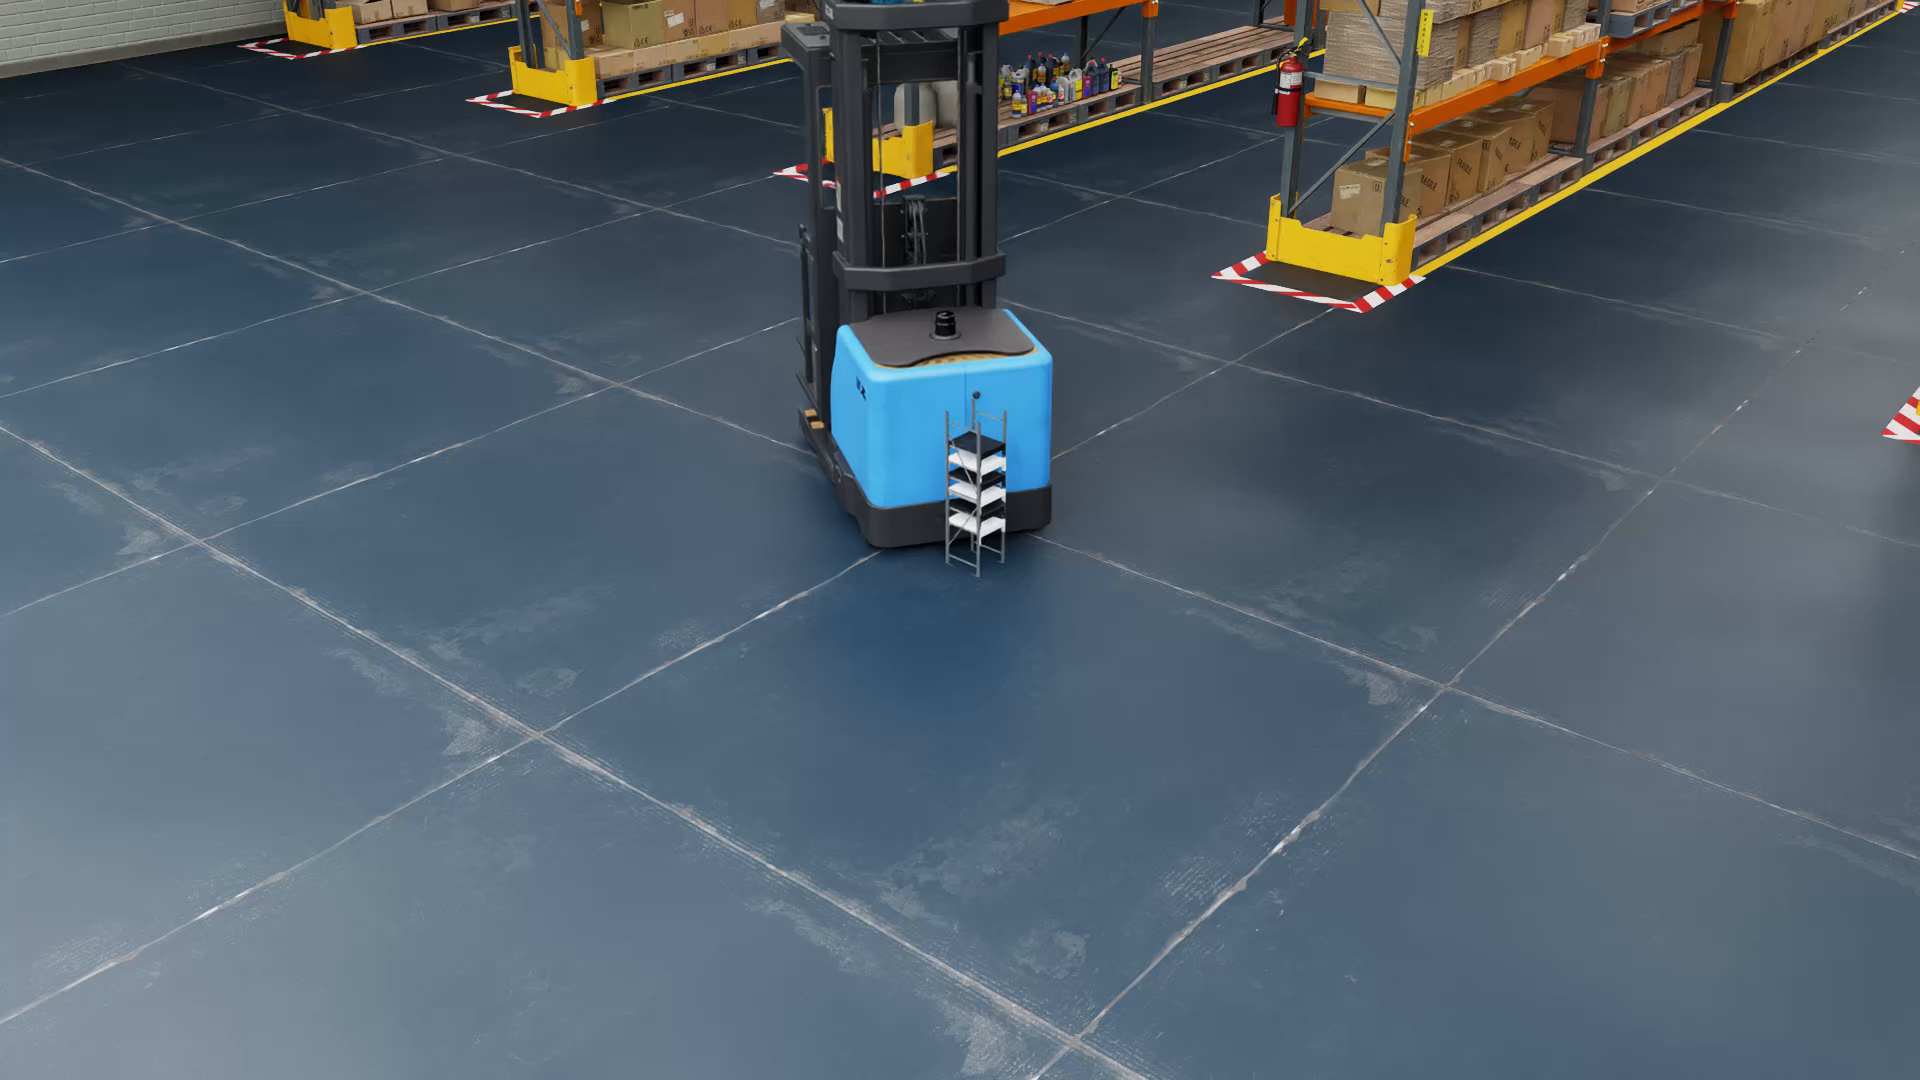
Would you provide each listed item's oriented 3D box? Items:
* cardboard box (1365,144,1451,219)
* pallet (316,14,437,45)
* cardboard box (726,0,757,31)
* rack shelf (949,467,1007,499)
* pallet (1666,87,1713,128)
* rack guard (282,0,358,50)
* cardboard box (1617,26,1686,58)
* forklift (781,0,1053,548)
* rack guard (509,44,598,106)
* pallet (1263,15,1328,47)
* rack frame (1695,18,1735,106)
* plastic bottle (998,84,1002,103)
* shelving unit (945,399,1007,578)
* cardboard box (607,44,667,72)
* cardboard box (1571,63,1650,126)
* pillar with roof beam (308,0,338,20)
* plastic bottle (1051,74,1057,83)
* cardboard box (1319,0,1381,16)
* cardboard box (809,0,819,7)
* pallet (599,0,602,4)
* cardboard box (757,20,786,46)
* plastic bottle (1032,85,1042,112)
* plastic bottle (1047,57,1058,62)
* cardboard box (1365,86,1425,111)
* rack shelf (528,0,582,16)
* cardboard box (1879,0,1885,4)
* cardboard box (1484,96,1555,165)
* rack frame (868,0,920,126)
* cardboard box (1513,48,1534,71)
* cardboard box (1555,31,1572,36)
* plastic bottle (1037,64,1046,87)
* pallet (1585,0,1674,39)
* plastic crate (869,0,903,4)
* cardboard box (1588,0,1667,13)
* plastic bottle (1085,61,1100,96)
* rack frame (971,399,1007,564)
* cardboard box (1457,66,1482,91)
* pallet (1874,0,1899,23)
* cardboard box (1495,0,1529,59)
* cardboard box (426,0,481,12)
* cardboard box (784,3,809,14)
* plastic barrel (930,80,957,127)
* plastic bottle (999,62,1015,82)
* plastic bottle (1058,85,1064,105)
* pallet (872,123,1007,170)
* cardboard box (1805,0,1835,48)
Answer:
[{"bbox_3d":[3.779,-3.042,14.129,0.500,0.500,0.500,-18,32,-31],"label":"cardboard box"},{"bbox_3d":[-7.859,-6.936,22.428,1.003,0.211,1.213,21,34,34],"label":"pallet"},{"bbox_3d":[-2.851,-6.560,20.385,0.500,0.500,0.500,21,34,34],"label":"cardboard box"},{"bbox_3d":[0.082,-0.320,8.765,0.258,0.077,0.200,22,35,36],"label":"rack shelf"},{"bbox_3d":[7.605,-4.848,18.392,1.003,0.211,1.213,21,34,34],"label":"pallet"},{"bbox_3d":[-8.403,-6.787,21.825,1.175,0.500,0.348,21,34,34],"label":"rack guard"},{"bbox_3d":[7.371,-5.344,17.742,0.500,0.250,0.500,-24,36,-38],"label":"cardboard box"},{"bbox_3d":[-0.390,-1.918,9.768,1.130,2.935,3.031,-8,28,-14],"label":"forklift"},{"bbox_3d":[-4.642,-5.305,18.960,1.175,0.500,0.348,21,34,34],"label":"rack guard"},{"bbox_3d":[4.751,-6.864,22.289,1.003,0.211,1.213,21,34,34],"label":"pallet"},{"bbox_3d":[8.103,-6.363,18.286,1.000,3.000,0.127,21,34,34],"label":"rack frame"},{"bbox_3d":[0.401,-4.807,17.844,0.097,0.201,0.097,0,27,0],"label":"plastic bottle"},{"bbox_3d":[0.082,-0.269,8.791,0.258,0.900,0.210,22,35,36],"label":"shelving unit"},{"bbox_3d":[-3.799,-5.692,19.524,0.500,0.250,0.500,21,34,34],"label":"cardboard box"},{"bbox_3d":[6.640,-4.604,17.126,0.700,0.500,0.500,18,32,30],"label":"cardboard box"},{"bbox_3d":[-5.352,-9.777,18.356,9.100,9.000,0.400,21,34,34],"label":"pillar with roof beam"},{"bbox_3d":[1.034,-4.861,17.859,0.061,0.283,0.133,21,34,34],"label":"plastic bottle"},{"bbox_3d":[3.174,-4.415,12.999,0.500,0.500,0.500,21,34,34],"label":"cardboard box"},{"bbox_3d":[-1.627,-7.130,21.693,0.500,0.311,0.500,21,34,35],"label":"cardboard box"},{"bbox_3d":[-5.413,-8.326,25.115,1.003,0.211,1.213,21,34,34],"label":"pallet"},{"bbox_3d":[-2.534,-6.404,20.901,0.500,0.250,0.500,21,34,34],"label":"cardboard box"},{"bbox_3d":[0.805,-4.631,17.429,0.097,0.271,0.097,0,27,0],"label":"plastic bottle"},{"bbox_3d":[1.012,-5.271,18.660,0.152,0.276,0.135,22,35,36],"label":"plastic bottle"},{"bbox_3d":[3.380,-3.447,12.922,0.380,0.149,0.250,21,34,34],"label":"cardboard box"},{"bbox_3d":[-3.355,-6.813,19.938,1.077,0.370,4.000,21,34,34],"label":"rack shelf"},{"bbox_3d":[12.847,-8.192,23.677,0.875,0.875,0.875,21,34,34],"label":"cardboard box"},{"bbox_3d":[5.274,-3.891,15.771,0.500,0.500,0.500,20,33,33],"label":"cardboard box"},{"bbox_3d":[-0.807,-4.975,15.601,1.000,3.000,0.127,21,34,34],"label":"rack frame"},{"bbox_3d":[4.684,-4.144,14.269,0.380,0.149,0.250,21,34,34],"label":"cardboard box"},{"bbox_3d":[5.278,-4.515,14.986,0.380,0.149,0.250,21,34,34],"label":"cardboard box"},{"bbox_3d":[0.905,-5.125,18.382,0.097,0.271,0.097,0,27,0],"label":"plastic bottle"},{"bbox_3d":[6.158,-5.088,16.030,1.003,0.211,1.213,21,34,34],"label":"pallet"},{"bbox_3d":[-0.720,-5.173,16.148,0.499,0.251,0.616,21,34,34],"label":"plastic crate"},{"bbox_3d":[6.173,-5.639,15.776,1.000,1.000,1.000,21,34,35],"label":"cardboard box"},{"bbox_3d":[1.428,-5.031,18.115,0.144,0.351,0.185,19,33,32],"label":"plastic bottle"},{"bbox_3d":[0.150,-0.304,8.859,0.240,0.900,0.006,22,35,36],"label":"rack frame"},{"bbox_3d":[4.032,-3.795,13.595,0.380,0.149,0.250,21,34,34],"label":"cardboard box"},{"bbox_3d":[12.744,-7.655,23.817,1.003,0.211,1.213,21,34,34],"label":"pallet"},{"bbox_3d":[4.290,-4.441,14.138,0.875,0.500,0.500,21,34,34],"label":"cardboard box"},{"bbox_3d":[-7.074,-7.622,22.960,0.700,0.500,0.500,18,33,31],"label":"cardboard box"},{"bbox_3d":[-2.042,-7.039,22.127,0.500,0.250,0.500,20,34,34],"label":"cardboard box"},{"bbox_3d":[-0.128,-4.489,16.914,0.421,0.512,0.421,0,27,0],"label":"plastic barrel"},{"bbox_3d":[0.513,-5.029,18.111,0.144,0.351,0.185,20,34,34],"label":"plastic bottle"},{"bbox_3d":[1.062,-4.744,17.722,0.097,0.201,0.097,0,27,0],"label":"plastic bottle"},{"bbox_3d":[-0.274,-4.063,16.875,1.003,0.211,1.213,21,34,34],"label":"pallet"},{"bbox_3d":[10.256,-6.792,20.969,1.225,0.875,0.875,21,34,35],"label":"cardboard box"}]
